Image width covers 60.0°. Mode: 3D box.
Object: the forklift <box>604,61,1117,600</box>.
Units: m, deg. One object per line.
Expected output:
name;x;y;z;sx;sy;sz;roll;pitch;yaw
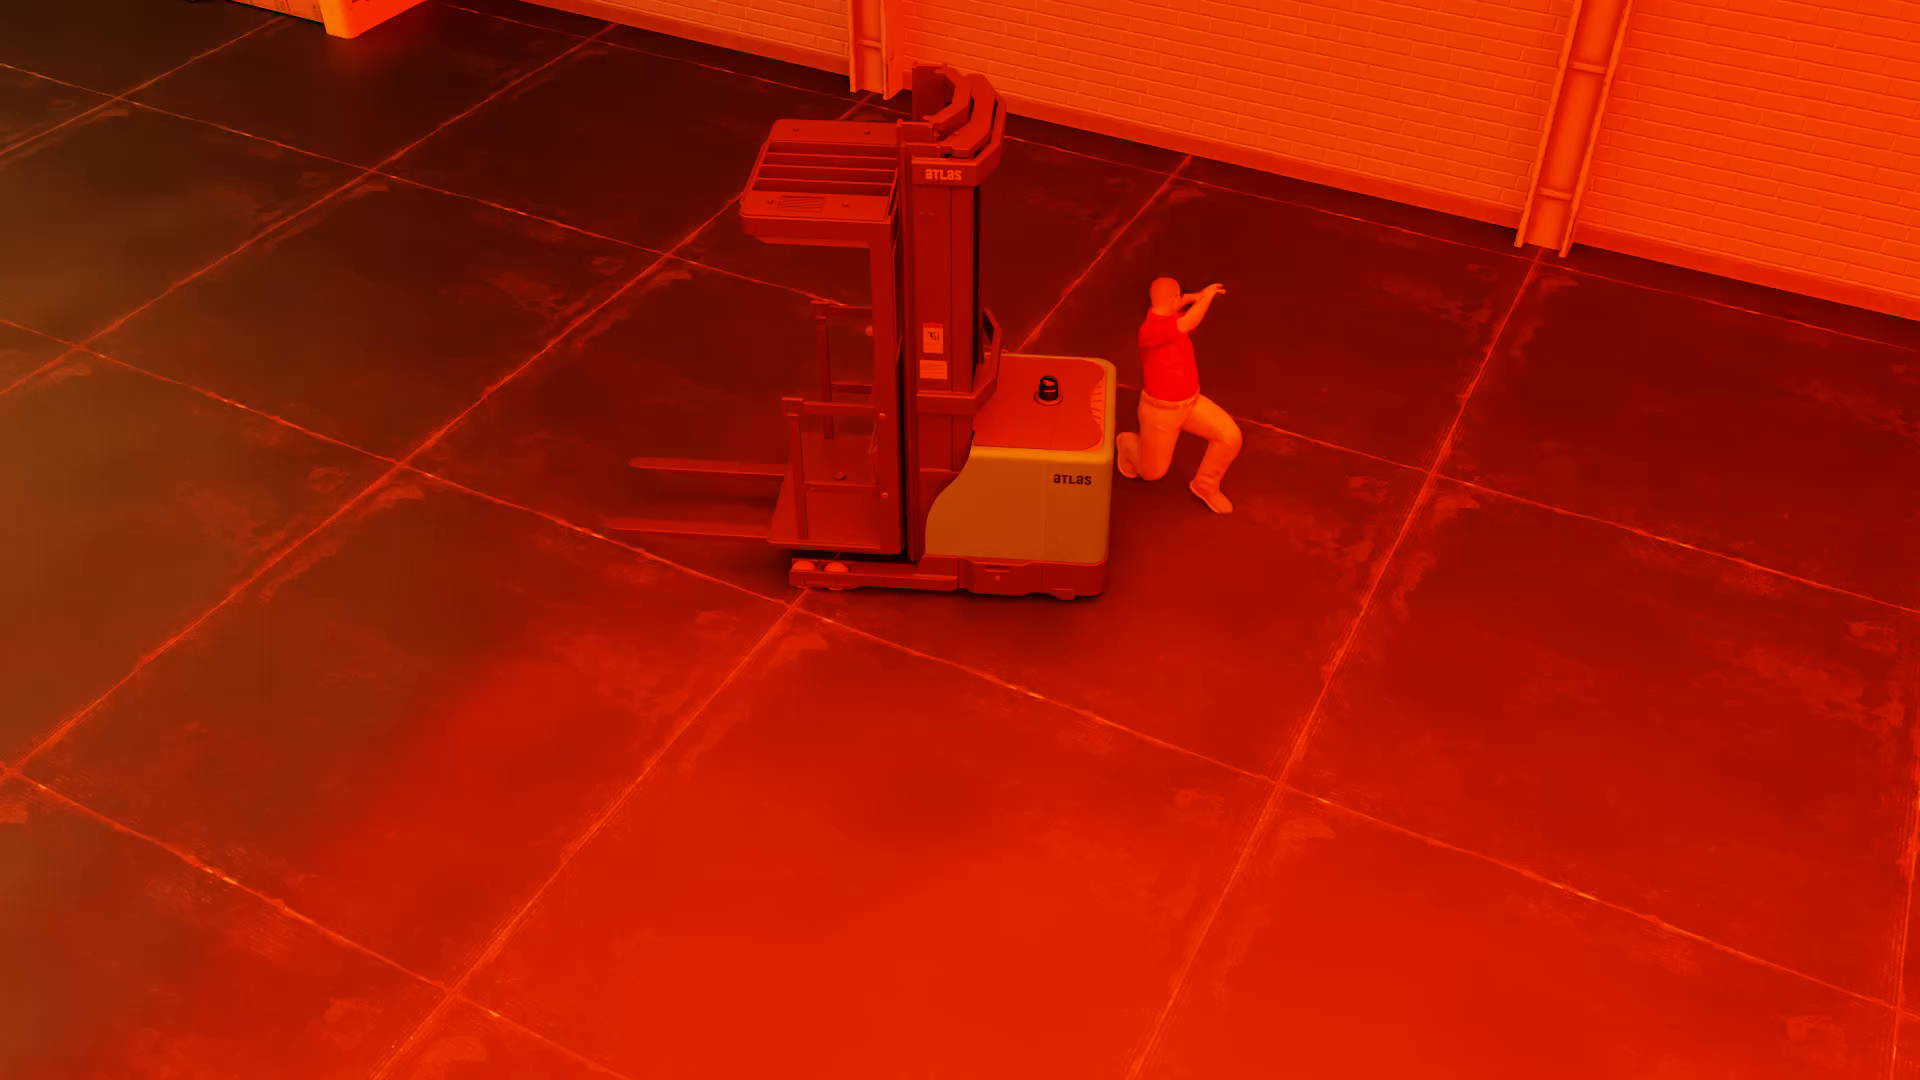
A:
forklift;-0.606;-1.157;9.360;3.031;2.935;1.130;3;40;4

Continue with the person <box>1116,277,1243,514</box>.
person;1.506;-0.998;10.361;0.920;1.459;1.029;30;49;31
